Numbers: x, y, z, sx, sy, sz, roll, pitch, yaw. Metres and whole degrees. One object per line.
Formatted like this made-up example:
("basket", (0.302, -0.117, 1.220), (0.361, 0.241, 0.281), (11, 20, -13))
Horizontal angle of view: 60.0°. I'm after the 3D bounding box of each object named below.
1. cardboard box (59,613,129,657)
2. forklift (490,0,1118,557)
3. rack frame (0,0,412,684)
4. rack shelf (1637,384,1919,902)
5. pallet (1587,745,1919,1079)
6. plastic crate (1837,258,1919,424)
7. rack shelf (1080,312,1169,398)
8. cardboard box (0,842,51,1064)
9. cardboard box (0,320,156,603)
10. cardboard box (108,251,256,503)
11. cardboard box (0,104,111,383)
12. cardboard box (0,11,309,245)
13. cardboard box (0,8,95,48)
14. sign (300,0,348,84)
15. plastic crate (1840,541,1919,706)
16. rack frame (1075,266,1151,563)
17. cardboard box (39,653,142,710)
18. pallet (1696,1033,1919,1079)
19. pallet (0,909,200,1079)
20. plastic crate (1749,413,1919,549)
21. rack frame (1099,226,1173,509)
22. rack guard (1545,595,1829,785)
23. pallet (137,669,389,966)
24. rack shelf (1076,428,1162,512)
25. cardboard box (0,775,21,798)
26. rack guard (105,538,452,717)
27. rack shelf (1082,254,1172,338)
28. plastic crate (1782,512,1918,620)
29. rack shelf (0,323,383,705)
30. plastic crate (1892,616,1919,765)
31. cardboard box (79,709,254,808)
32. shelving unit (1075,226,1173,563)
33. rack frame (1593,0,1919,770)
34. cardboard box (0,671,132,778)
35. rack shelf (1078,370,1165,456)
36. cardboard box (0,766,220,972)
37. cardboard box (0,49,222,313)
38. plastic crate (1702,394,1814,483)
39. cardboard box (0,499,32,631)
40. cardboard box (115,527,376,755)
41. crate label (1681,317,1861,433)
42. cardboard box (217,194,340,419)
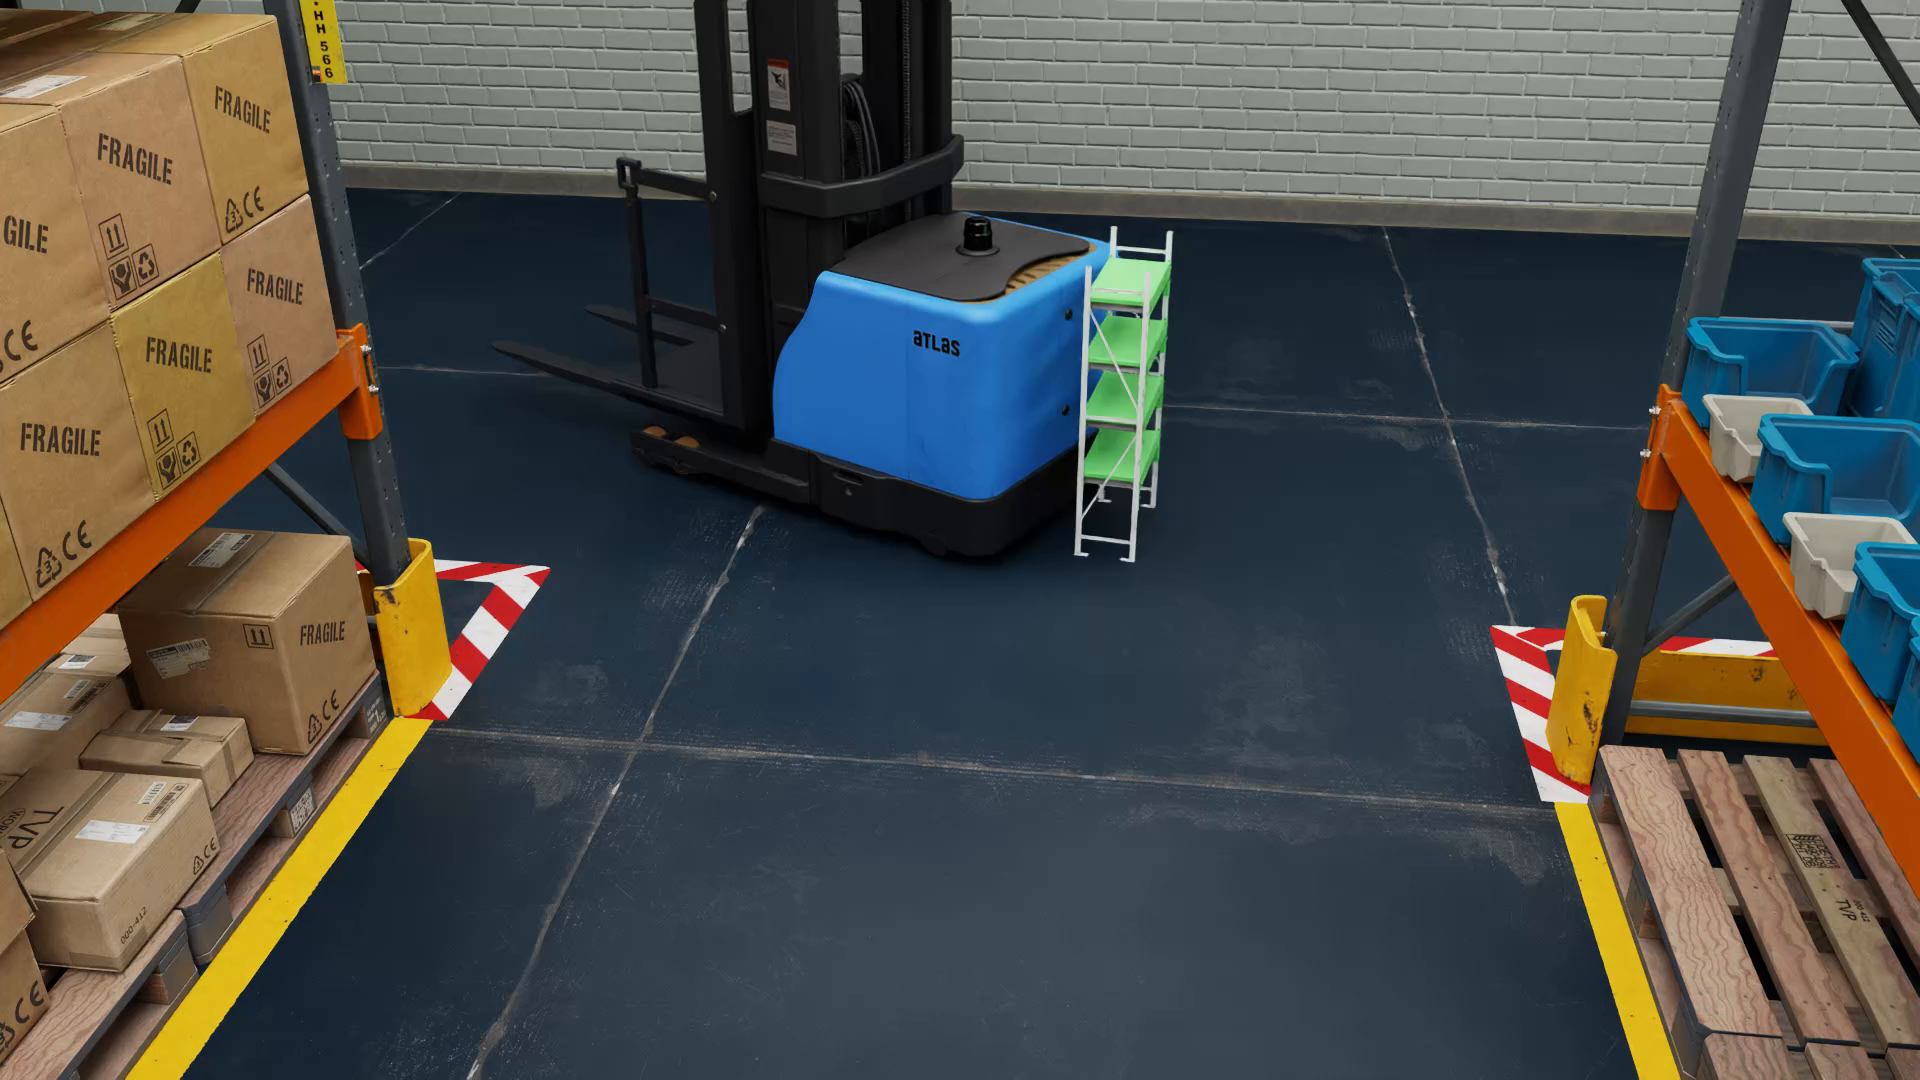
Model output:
("cardboard box", (-2.775, 0.370, 5.443), (0.380, 0.149, 0.250), (3, 28, 6))
("forklift", (-0.844, -1.758, 6.924), (3.031, 2.935, 1.130), (18, 33, 30))
("rack frame", (-2.383, -0.869, 5.200), (1.000, 3.000, 0.127), (3, 28, 6))
("rack shelf", (2.288, 0.679, 3.086), (1.077, 0.370, 4.000), (3, 28, 6))
("pallet", (2.393, 1.034, 4.608), (1.003, 0.211, 1.213), (3, 28, 6))
("plastic crate", (2.677, -0.453, 4.327), (0.616, 0.435, 0.499), (3, 28, 6))
("rack shelf", (0.641, -0.723, 6.455), (0.258, 0.148, 0.480), (8, 29, 14))
("cardboard box", (-2.648, 1.035, 3.835), (0.797, 0.503, 0.637), (3, 28, 6))
("cardboard box", (-2.294, -0.207, 3.867), (0.500, 0.500, 0.500), (4, 29, 7))
("cardboard box", (-2.227, -0.442, 4.302), (0.500, 0.500, 0.500), (4, 29, 7))
("cardboard box", (-2.284, -0.645, 3.626), (0.500, 0.500, 0.500), (4, 29, 8))
("cardboard box", (-2.164, -1.128, 4.521), (0.500, 0.500, 0.500), (3, 28, 6))
("cardboard box", (-2.699, -1.160, 4.580), (0.500, 0.500, 0.500), (4, 29, 8))
("sign", (-1.834, -1.476, 4.773), (0.100, 0.325, 0.005), (3, 28, 6))
("plastic crate", (2.015, 0.185, 3.358), (0.416, 0.233, 0.300), (3, 28, 6))
("rack frame", (0.576, -0.456, 6.332), (0.240, 1.200, 0.015), (8, 29, 14))
("cardboard box", (-2.806, 0.480, 5.221), (0.380, 0.166, 0.250), (3, 28, 6))
("pallet", (2.241, 1.607, 3.545), (1.003, 0.211, 1.213), (3, 28, 6))
("pallet", (-2.641, 1.343, 4.036), (1.003, 0.211, 1.213), (3, 28, 6))
("plastic crate", (2.095, -0.125, 3.933), (0.416, 0.233, 0.300), (3, 28, 6))
("rack frame", (0.707, -0.679, 6.746), (0.240, 1.200, 0.015), (8, 29, 14))
("rack guard", (2.523, 0.509, 5.278), (1.175, 0.500, 0.348), (3, 28, 6))
("pallet", (-2.489, 0.770, 5.099), (1.003, 0.211, 1.213), (3, 28, 6))
("rack shelf", (0.641, -0.300, 6.683), (0.258, 0.148, 0.480), (8, 29, 14))
("cardboard box", (-2.853, 0.858, 4.430), (0.500, 0.250, 0.500), (3, 28, 6))
("rack guard", (-2.392, 0.267, 5.727), (1.175, 0.500, 0.348), (3, 28, 6))
("rack shelf", (0.641, -0.934, 6.341), (0.258, 0.148, 0.480), (8, 29, 14))
("plastic crate", (1.971, 0.073, 3.667), (0.250, 0.136, 0.298), (3, 28, 6))
("rack shelf", (-2.628, 0.389, 3.623), (1.077, 0.370, 4.000), (3, 28, 6))
("plastic crate", (1.978, 0.326, 3.095), (0.416, 0.233, 0.300), (3, 28, 6))
("cardboard box", (-2.344, 0.640, 4.922), (0.380, 0.166, 0.250), (3, 28, 6))
("shelving unit", (0.641, -0.568, 6.539), (0.258, 1.200, 0.503), (8, 29, 14))
("rack frame", (2.533, -0.579, 4.663), (1.000, 3.000, 0.127), (3, 28, 6))
("cardboard box", (-2.792, 0.623, 4.867), (0.500, 0.250, 0.500), (3, 28, 6))
("rack shelf", (0.641, -0.511, 6.569), (0.258, 0.148, 0.480), (8, 29, 14))
("cardboard box", (-2.351, 0.864, 4.420), (0.500, 0.250, 0.500), (3, 28, 6))
("cardboard box", (-2.225, -0.890, 4.079), (0.500, 0.500, 0.500), (4, 29, 8))
("plastic crate", (2.055, -0.246, 4.259), (0.250, 0.136, 0.298), (3, 28, 6))
("cardboard box", (-2.356, 0.030, 3.427), (0.500, 0.500, 0.500), (3, 28, 5))
("cardboard box", (-2.205, 0.308, 5.187), (0.500, 0.500, 0.500), (3, 28, 6))
("crate label", (2.176, -0.435, 4.508), (0.416, 0.233, 0.303), (3, 28, 6))
("cardboard box", (-2.167, -0.686, 4.756), (0.500, 0.500, 0.500), (4, 29, 8))
